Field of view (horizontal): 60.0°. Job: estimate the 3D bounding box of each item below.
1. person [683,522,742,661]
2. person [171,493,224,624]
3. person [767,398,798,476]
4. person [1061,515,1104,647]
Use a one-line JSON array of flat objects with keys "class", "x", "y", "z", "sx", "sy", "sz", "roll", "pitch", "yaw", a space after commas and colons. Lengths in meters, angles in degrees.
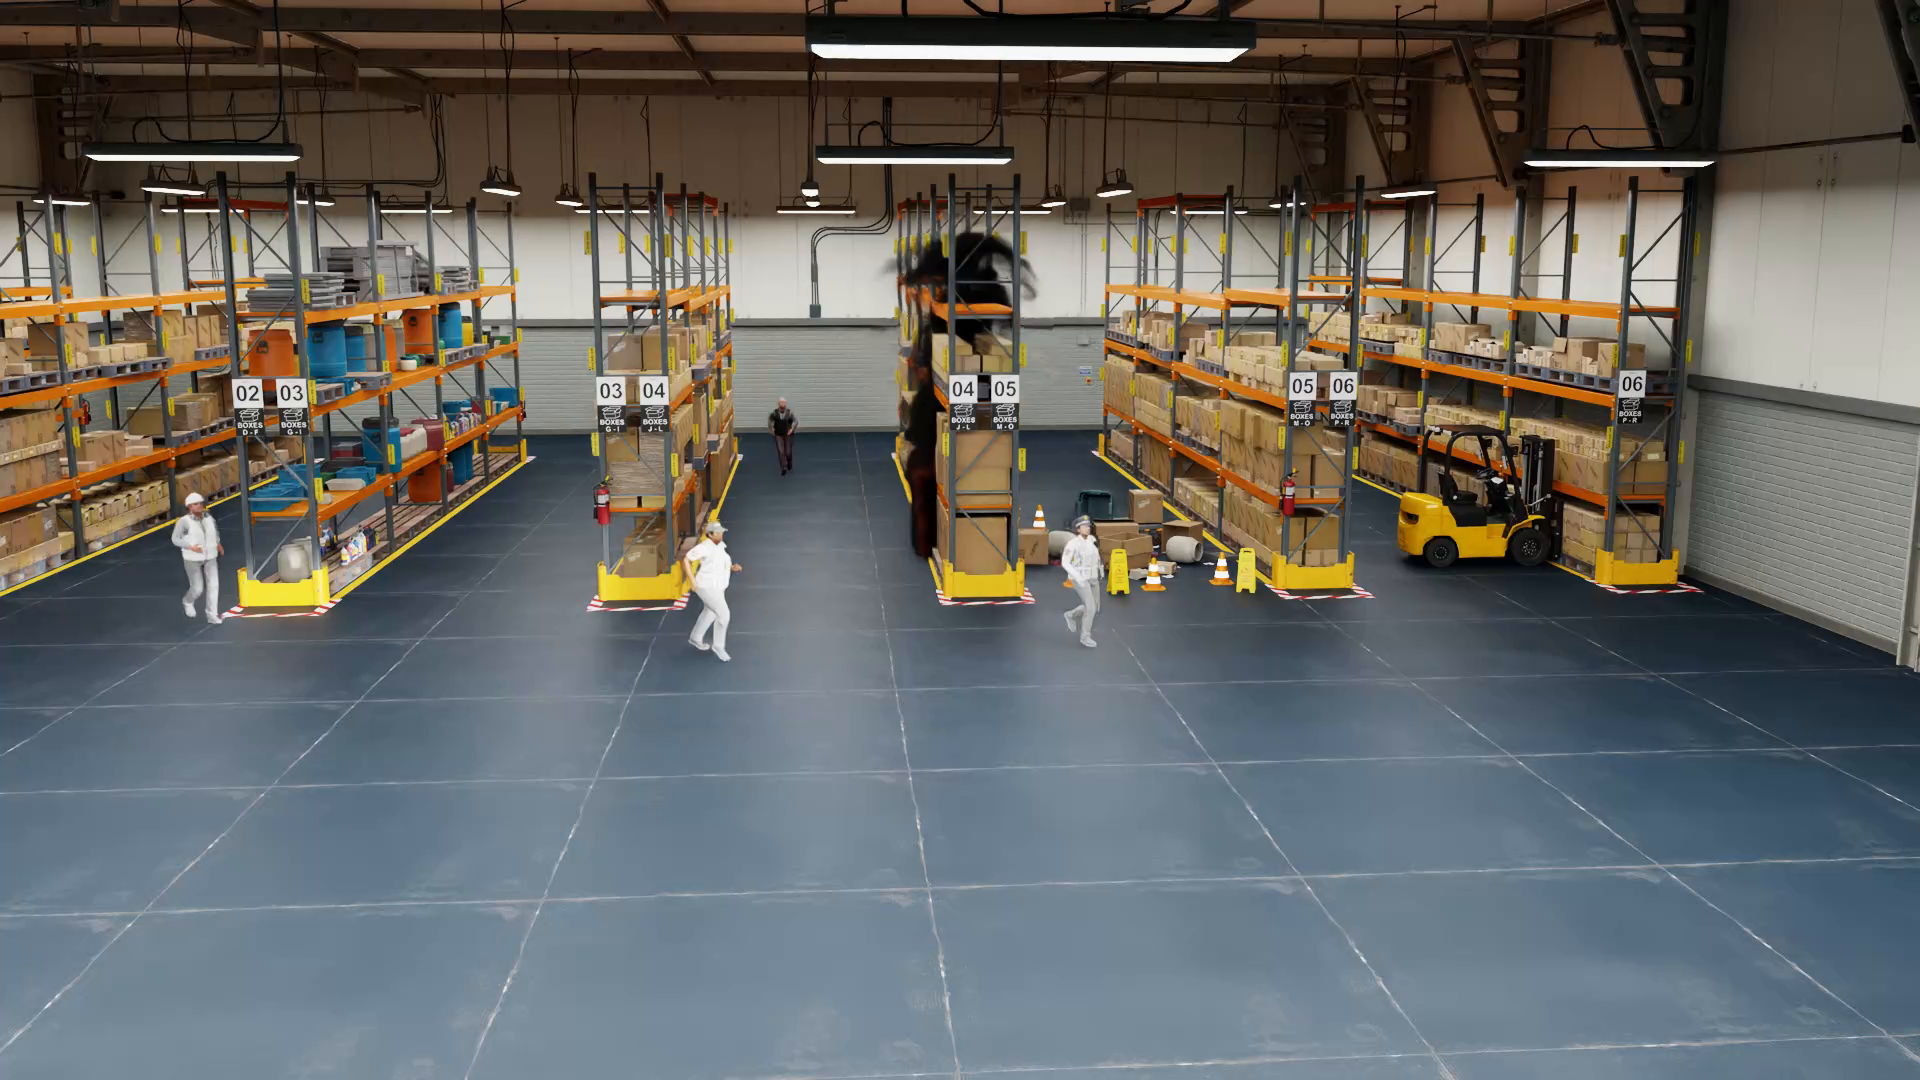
[{"class": "person", "x": -3.039, "y": 0.624, "z": 20.437, "sx": 0.821, "sy": 1.724, "sz": 0.570, "roll": 4, "pitch": 11, "yaw": 23}, {"class": "person", "x": -10.193, "y": 0.241, "z": 22.298, "sx": 0.765, "sy": 1.756, "sz": 0.683, "roll": 8, "pitch": 13, "yaw": 39}, {"class": "person", "x": -3.933, "y": -2.307, "z": 36.897, "sx": 0.673, "sy": 1.699, "sz": 0.705, "roll": -1, "pitch": 10, "yaw": -4}, {"class": "person", "x": 1.549, "y": 0.497, "z": 21.166, "sx": 0.615, "sy": 1.677, "sz": 0.586, "roll": -8, "pitch": 13, "yaw": -39}]
